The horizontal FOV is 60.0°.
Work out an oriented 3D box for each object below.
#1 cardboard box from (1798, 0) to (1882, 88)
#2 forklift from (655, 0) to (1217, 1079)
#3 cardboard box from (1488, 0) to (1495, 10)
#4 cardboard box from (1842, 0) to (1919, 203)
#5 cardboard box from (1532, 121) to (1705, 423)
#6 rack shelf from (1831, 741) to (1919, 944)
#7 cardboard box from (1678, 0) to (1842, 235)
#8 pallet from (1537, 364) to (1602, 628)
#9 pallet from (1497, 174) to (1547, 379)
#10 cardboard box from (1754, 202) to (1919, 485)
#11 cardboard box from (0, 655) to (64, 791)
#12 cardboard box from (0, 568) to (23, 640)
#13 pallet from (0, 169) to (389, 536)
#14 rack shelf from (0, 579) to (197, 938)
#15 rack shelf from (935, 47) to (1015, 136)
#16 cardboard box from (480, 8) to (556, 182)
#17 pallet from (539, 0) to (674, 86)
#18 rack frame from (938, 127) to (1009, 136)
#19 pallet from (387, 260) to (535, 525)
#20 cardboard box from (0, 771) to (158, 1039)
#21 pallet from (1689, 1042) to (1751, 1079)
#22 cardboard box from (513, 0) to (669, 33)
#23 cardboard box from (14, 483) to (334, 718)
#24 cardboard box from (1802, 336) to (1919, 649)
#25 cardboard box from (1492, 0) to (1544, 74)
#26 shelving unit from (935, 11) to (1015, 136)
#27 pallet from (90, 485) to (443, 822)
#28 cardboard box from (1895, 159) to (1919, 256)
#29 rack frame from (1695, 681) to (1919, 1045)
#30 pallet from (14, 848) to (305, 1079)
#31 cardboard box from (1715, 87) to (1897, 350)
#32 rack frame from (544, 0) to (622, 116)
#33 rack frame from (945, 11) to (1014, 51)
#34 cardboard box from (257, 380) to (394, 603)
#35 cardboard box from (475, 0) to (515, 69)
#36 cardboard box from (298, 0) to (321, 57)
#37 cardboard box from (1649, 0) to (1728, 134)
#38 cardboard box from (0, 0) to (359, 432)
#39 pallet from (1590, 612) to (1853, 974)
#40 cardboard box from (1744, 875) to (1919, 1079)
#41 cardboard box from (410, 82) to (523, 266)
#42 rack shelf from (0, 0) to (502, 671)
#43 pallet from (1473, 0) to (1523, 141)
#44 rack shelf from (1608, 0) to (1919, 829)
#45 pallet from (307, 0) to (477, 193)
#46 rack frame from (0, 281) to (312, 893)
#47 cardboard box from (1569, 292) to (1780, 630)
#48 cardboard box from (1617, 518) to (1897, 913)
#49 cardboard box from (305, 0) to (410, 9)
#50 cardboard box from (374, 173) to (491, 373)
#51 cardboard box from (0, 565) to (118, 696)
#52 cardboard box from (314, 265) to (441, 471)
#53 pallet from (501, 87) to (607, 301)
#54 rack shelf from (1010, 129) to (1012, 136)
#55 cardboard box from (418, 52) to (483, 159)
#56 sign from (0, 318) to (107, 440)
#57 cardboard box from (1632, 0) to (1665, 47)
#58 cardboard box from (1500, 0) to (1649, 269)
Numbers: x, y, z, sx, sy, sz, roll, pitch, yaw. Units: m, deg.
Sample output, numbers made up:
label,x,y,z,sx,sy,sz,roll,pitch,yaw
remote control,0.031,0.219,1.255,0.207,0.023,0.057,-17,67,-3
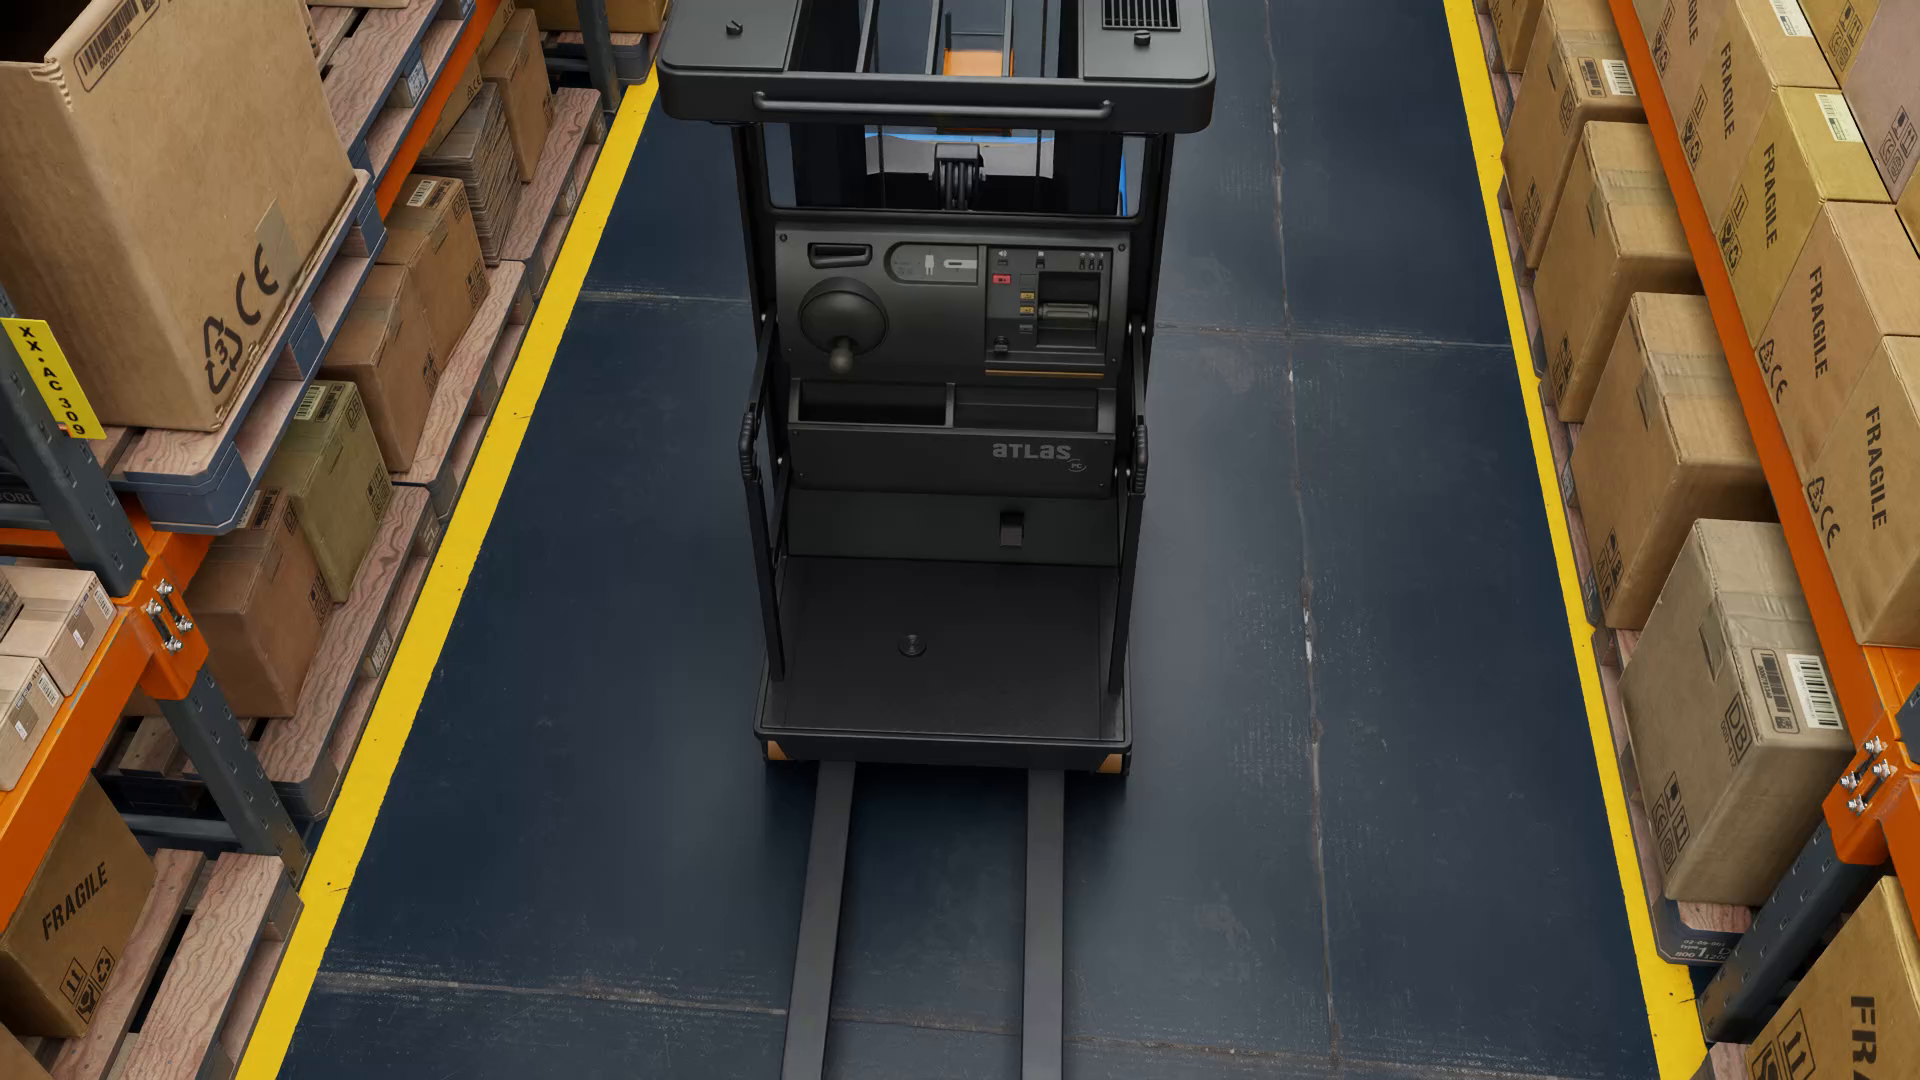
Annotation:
label,x,y,z,sx,sy,sz,roll,pitch,yaw
cardboard box,2.697,-1.517,4.359,0.700,0.500,0.500,3,48,3
forklift,-0.030,-0.529,4.247,1.130,2.935,3.031,2,48,2
cardboard box,2.734,-2.780,7.669,0.500,0.500,0.500,6,48,5
cardboard box,2.650,-1.146,4.020,0.700,0.500,0.500,4,48,4
cardboard box,2.662,-0.898,5.778,1.050,0.750,0.750,5,48,4
rack shelf,2.337,2.053,2.327,1.077,0.370,4.000,4,48,4
cardboard box,2.436,-1.211,4.757,0.500,0.500,0.500,3,48,3
pallet,2.623,-0.190,5.780,1.003,0.211,1.213,4,48,4
pallet,2.736,-1.084,6.598,1.003,0.211,1.213,4,48,4
cardboard box,2.346,-0.466,4.076,0.500,0.500,0.500,3,48,3
cardboard box,-2.170,0.378,3.542,0.380,0.149,0.250,4,48,4
cardboard box,-2.514,0.125,3.334,0.875,0.500,0.500,4,48,4
pallet,-2.197,-0.555,4.355,1.003,0.211,1.213,4,48,4
rack shelf,-2.594,1.645,2.700,1.077,0.370,4.000,4,48,4
rack shelf,0.057,-1.522,5.796,0.258,0.148,0.480,2,48,2
cardboard box,-2.088,-1.818,6.776,0.700,0.500,0.500,2,48,1
pallet,-1.900,-2.640,8.022,1.003,0.211,1.213,4,48,4
rack frame,0.045,-1.077,5.922,0.240,1.200,0.015,2,48,2
pallet,-2.233,-0.598,6.154,1.003,0.211,1.213,4,48,4
cardboard box,-2.488,0.925,4.280,0.500,0.500,0.500,3,48,2
pallet,2.372,1.835,3.929,1.003,0.211,1.213,4,48,4
cardboard box,-1.963,-2.937,7.559,1.225,0.875,0.875,2,48,2
cardboard box,-2.334,0.178,4.950,0.700,0.500,0.500,1,48,1
cardboard box,2.300,-0.095,3.736,0.500,0.500,0.500,4,48,3
cardboard box,2.683,-2.398,7.320,0.500,0.500,0.500,4,48,3
shelving unit,0.057,-1.256,6.086,0.258,1.200,0.503,2,48,2
pallet,-2.342,0.301,5.331,1.003,0.211,1.213,4,48,4
cardboard box,2.603,-0.774,3.680,0.700,0.500,0.500,3,48,3
rack frame,2.519,0.340,3.406,1.000,3.000,0.127,4,48,4
pallet,-2.437,1.369,4.355,1.003,0.211,1.213,4,48,4
cardboard box,2.392,-0.838,4.416,0.500,0.500,0.500,4,48,4
rack frame,-2.047,-3.007,6.467,1.000,3.000,0.127,4,48,4
rack frame,0.069,-1.436,6.251,0.240,1.200,0.015,2,48,2
cardboard box,-2.272,-0.171,5.270,0.700,0.500,0.500,4,48,3
cardboard box,-2.078,-2.071,6.499,0.500,0.250,0.500,6,48,5
cardboard box,-2.345,-1.524,4.757,0.797,0.503,0.637,8,48,8
cardboard box,2.484,-1.577,5.092,0.500,0.500,0.500,4,48,3
cardboard box,-2.199,-0.986,3.928,1.000,1.000,1.000,4,48,4
pallet,2.514,0.709,4.958,1.003,0.211,1.213,4,48,4
cardboard box,2.392,1.373,3.617,0.875,0.875,0.875,5,48,4
cardboard box,-2.126,-1.410,6.402,0.700,0.500,0.500,0,48,0
rack shelf,-2.229,-1.295,5.389,1.077,0.370,4.000,4,48,4
pallet,2.956,-2.232,7.649,1.003,0.211,1.213,4,48,4
rack shelf,2.701,-0.887,5.016,1.077,0.370,4.000,4,48,4
pallet,-2.186,-1.485,5.205,1.003,0.211,1.213,4,48,4
rack frame,-2.411,-0.068,3.779,1.000,3.000,0.127,4,48,4
cardboard box,2.578,-0.213,5.152,1.050,0.750,0.750,4,48,4
cardboard box,2.486,0.496,4.504,1.050,0.750,0.750,4,48,3
cardboard box,-1.930,-1.860,5.225,0.396,0.266,0.258,3,48,2
cardboard box,-2.171,-0.993,6.021,0.700,0.500,0.500,7,48,7
cardboard box,-2.138,0.195,3.709,0.380,0.149,0.250,4,48,4
cardboard box,-2.221,-0.583,5.646,0.700,0.500,0.500,0,48,0
pallet,-2.119,-1.492,6.971,1.003,0.211,1.213,4,48,4
rack shelf,0.057,-1.362,5.971,0.258,0.148,0.480,2,48,2
cardboard box,-2.116,-1.680,6.142,0.500,0.250,0.500,9,48,8
sign,-1.870,-0.329,3.431,0.100,0.325,0.005,4,48,4
cardboard box,2.530,-1.947,5.431,0.500,0.500,0.500,3,48,3
cardboard box,2.738,-1.540,6.366,1.050,0.750,0.750,3,48,3
